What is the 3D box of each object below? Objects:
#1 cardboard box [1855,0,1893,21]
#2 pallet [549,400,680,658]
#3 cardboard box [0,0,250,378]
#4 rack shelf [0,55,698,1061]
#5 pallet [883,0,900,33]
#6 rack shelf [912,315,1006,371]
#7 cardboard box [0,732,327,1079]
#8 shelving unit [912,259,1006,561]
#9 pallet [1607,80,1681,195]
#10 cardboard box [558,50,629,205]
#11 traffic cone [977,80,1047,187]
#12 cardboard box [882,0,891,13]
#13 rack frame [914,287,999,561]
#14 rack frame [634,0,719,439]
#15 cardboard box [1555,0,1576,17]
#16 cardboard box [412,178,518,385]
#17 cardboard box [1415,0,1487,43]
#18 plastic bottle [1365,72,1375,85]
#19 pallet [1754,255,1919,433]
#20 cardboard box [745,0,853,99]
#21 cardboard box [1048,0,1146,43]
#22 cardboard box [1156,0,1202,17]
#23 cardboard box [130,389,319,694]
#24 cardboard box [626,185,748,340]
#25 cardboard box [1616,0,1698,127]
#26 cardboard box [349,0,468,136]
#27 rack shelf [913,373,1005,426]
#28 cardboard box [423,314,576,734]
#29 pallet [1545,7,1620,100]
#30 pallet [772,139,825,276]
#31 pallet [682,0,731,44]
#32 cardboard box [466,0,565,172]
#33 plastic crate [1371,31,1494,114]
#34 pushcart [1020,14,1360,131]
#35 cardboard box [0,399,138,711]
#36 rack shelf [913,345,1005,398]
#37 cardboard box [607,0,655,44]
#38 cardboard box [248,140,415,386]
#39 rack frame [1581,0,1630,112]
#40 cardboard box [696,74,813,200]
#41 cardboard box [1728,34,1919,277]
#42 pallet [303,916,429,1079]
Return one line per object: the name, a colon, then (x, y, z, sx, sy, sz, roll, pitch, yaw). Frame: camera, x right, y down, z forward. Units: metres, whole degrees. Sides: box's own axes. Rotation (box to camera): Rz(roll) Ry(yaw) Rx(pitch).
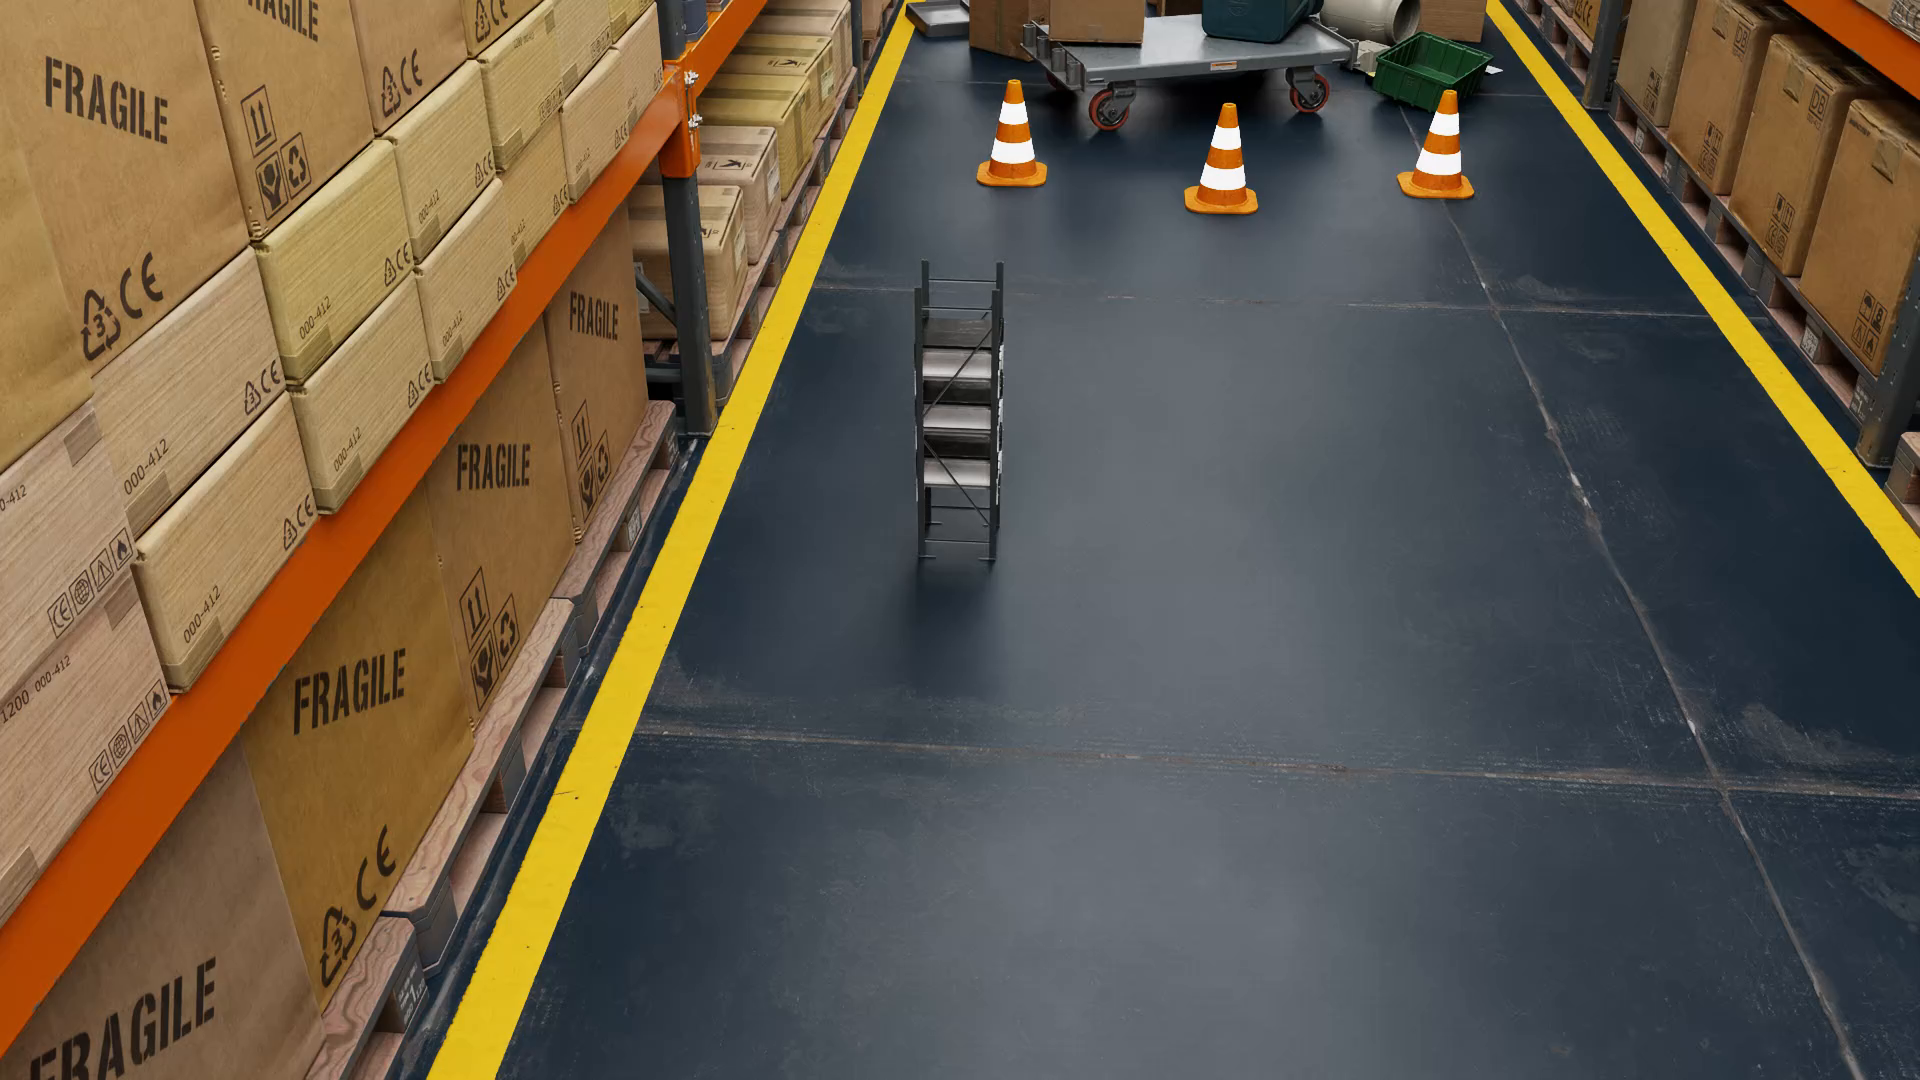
cardboard box: (3.388, -2.076, 5.664, 0.500, 0.500, 0.500, 2, 32, 4)
pallet: (-1.504, -0.088, 5.191, 1.003, 0.211, 1.213, 2, 32, 4)
cardboard box: (-1.354, -0.546, 2.228, 0.500, 0.500, 0.500, 2, 32, 4)
rack shelf: (-1.527, -0.332, 3.615, 1.077, 0.370, 4.000, 2, 32, 4)
pallet: (-0.923, -3.581, 10.859, 1.003, 0.211, 1.213, 2, 32, 4)
rack shelf: (-0.001, -0.580, 4.883, 0.258, 0.077, 0.200, 2, 32, 4)
cardboard box: (-1.720, 0.806, 2.708, 0.875, 0.875, 0.875, 3, 32, 6)
shelving unit: (-0.001, -0.379, 5.007, 0.258, 0.900, 0.210, 2, 32, 4)
pallet: (3.915, -2.023, 8.332, 1.003, 0.211, 1.213, 2, 32, 4)
cardboard box: (-1.173, -1.077, 4.281, 0.500, 0.250, 0.500, 3, 32, 5)
traffic cone: (0.255, -1.987, 8.034, 0.336, 0.463, 0.334, 2, 32, 4)
cardboard box: (-0.690, -3.360, 10.064, 0.500, 0.250, 0.500, 4, 32, 7)
rack frame: (-0.009, -0.326, 4.921, 0.240, 0.900, 0.006, 2, 32, 4)
rack frame: (-1.365, -1.684, 5.123, 1.000, 3.000, 0.127, 2, 32, 4)
cardboard box: (4.093, -3.689, 10.001, 0.875, 0.875, 0.875, 3, 32, 4)
cardboard box: (-1.243, -0.546, 3.420, 0.500, 0.250, 0.500, 2, 32, 3)
cardboard box: (3.006, -3.409, 10.303, 0.500, 0.500, 0.500, 8, 32, 12)
plastic bottle: (2.421, -2.575, 9.370, 0.133, 0.061, 0.283, -14, 34, -21)
pallet: (3.717, -0.747, 6.261, 1.003, 0.211, 1.213, 2, 32, 4)
cardboard box: (-1.079, -2.561, 8.651, 0.950, 0.372, 0.625, 3, 32, 5)
cardboard box: (0.738, -2.973, 8.877, 0.500, 0.500, 0.500, 2, 32, 4)
cardboard box: (1.599, -3.346, 10.071, 0.797, 0.637, 0.503, 2, 32, 4)
cardboard box: (-1.351, -0.018, 2.563, 0.500, 0.250, 0.500, 2, 32, 3)
cardboard box: (-1.309, -1.039, 6.181, 0.950, 0.372, 0.625, 0, 32, 1)
cardboard box: (3.942, -2.510, 8.207, 1.050, 0.750, 0.750, 2, 32, 4)
cardboard box: (-1.275, -1.078, 3.092, 0.500, 0.500, 0.500, 2, 32, 3)
rack shelf: (-0.001, -0.427, 4.977, 0.258, 0.077, 0.200, 2, 32, 4)
cardboard box: (-1.580, -0.134, 4.234, 0.875, 0.875, 0.875, 3, 32, 5)
pallet: (4.043, -2.824, 9.631, 1.003, 0.211, 1.213, 2, 32, 4)
pallet: (-1.198, -1.542, 7.550, 1.003, 0.211, 1.213, 2, 32, 4)
pallet: (-1.413, -1.979, 5.786, 1.213, 0.211, 1.003, 2, 32, 4)
cardboard box: (-1.210, -1.032, 3.732, 0.500, 0.250, 0.500, 2, 32, 3)
plastic crate: (2.611, -2.591, 9.221, 0.450, 0.188, 0.662, 29, 41, 23)
pushcart: (1.238, -2.588, 9.090, 1.648, 0.377, 0.936, -8, 33, -13)
cardboard box: (-1.373, 0.041, 1.991, 0.500, 0.250, 0.500, 2, 32, 3)
rack shelf: (-0.001, -0.504, 4.930, 0.258, 0.077, 0.200, 2, 32, 4)
cardboard box: (-1.151, -1.569, 4.603, 0.500, 0.250, 0.500, 2, 32, 4)
cardboard box: (-1.291, -0.496, 2.862, 0.500, 0.250, 0.500, 3, 32, 5)
rack frame: (3.903, -3.617, 8.260, 1.000, 3.000, 0.127, 2, 32, 4)
cardboard box: (-1.189, -1.822, 7.451, 0.950, 0.372, 0.625, 3, 32, 6)
cardboard box: (3.784, -1.518, 6.599, 1.050, 0.750, 0.750, 3, 32, 5)
pallet: (-1.703, 1.188, 3.121, 1.003, 0.211, 1.213, 2, 32, 4)
